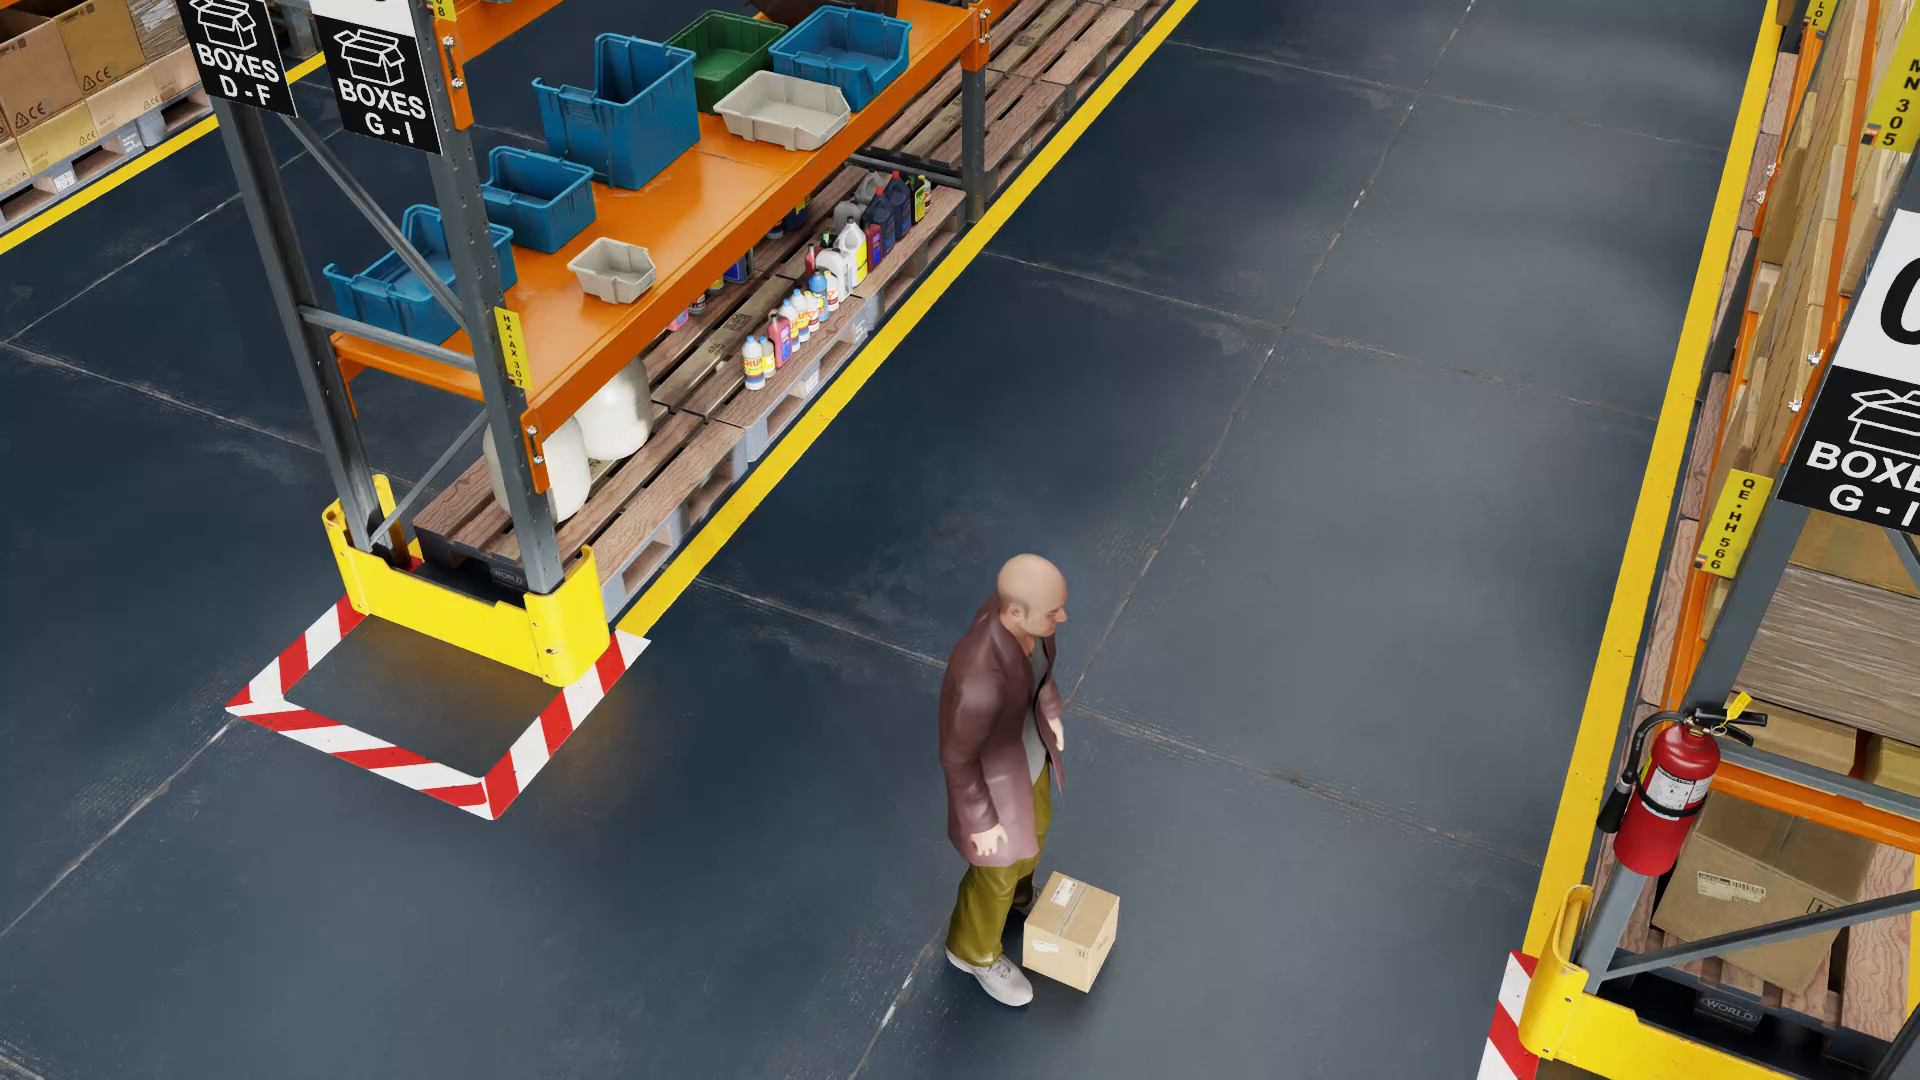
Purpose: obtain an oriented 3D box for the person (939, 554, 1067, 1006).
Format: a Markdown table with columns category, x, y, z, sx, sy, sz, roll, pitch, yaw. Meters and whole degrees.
| category | x | y | z | sx | sy | sz | roll | pitch | yaw |
| --- | --- | --- | --- | --- | --- | --- | --- | --- | --- |
| person | 0.156 | 0.727 | 5.346 | 0.426 | 1.774 | 0.644 | 17 | 44 | 19 |
